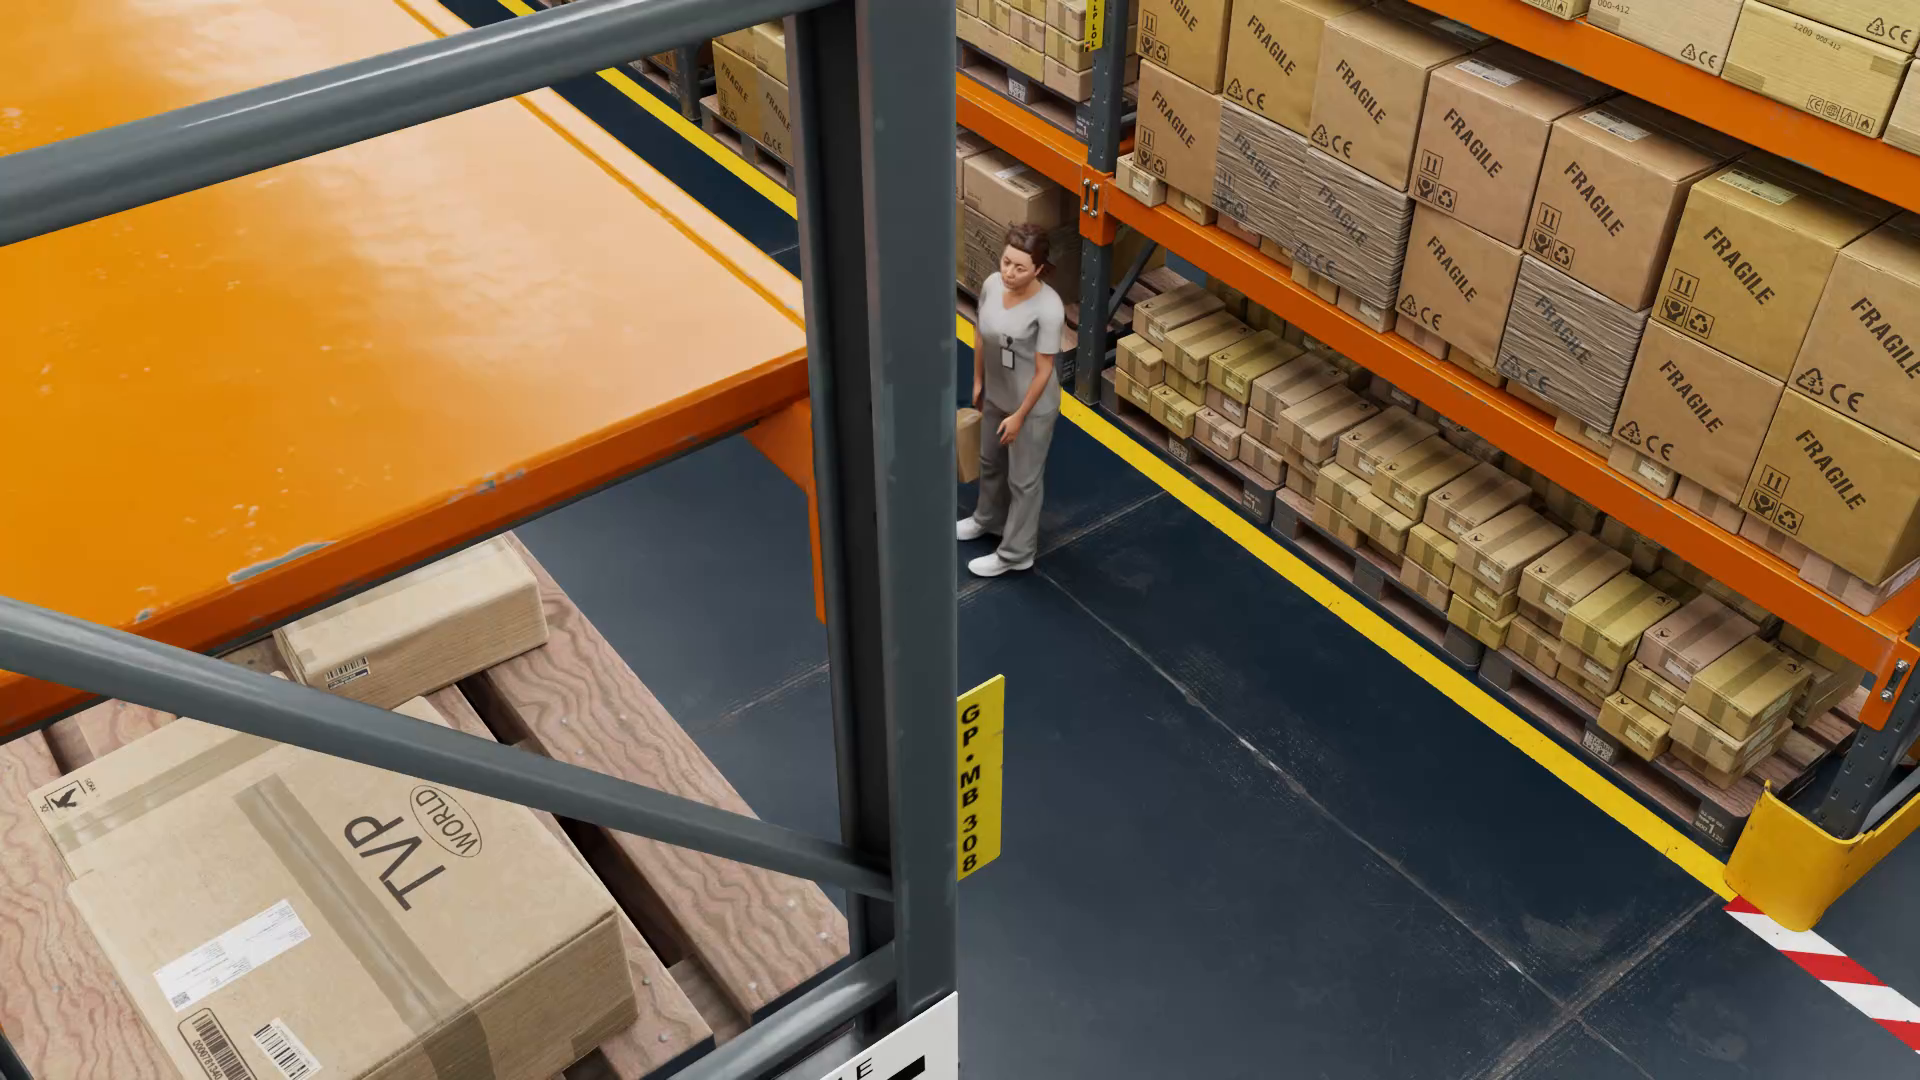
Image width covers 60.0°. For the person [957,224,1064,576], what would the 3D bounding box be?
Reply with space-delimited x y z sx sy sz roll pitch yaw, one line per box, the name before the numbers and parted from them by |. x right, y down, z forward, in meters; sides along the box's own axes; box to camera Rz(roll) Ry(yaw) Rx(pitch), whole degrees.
person | 0.176 -0.588 7.074 0.452 1.684 0.511 -30 49 -30
